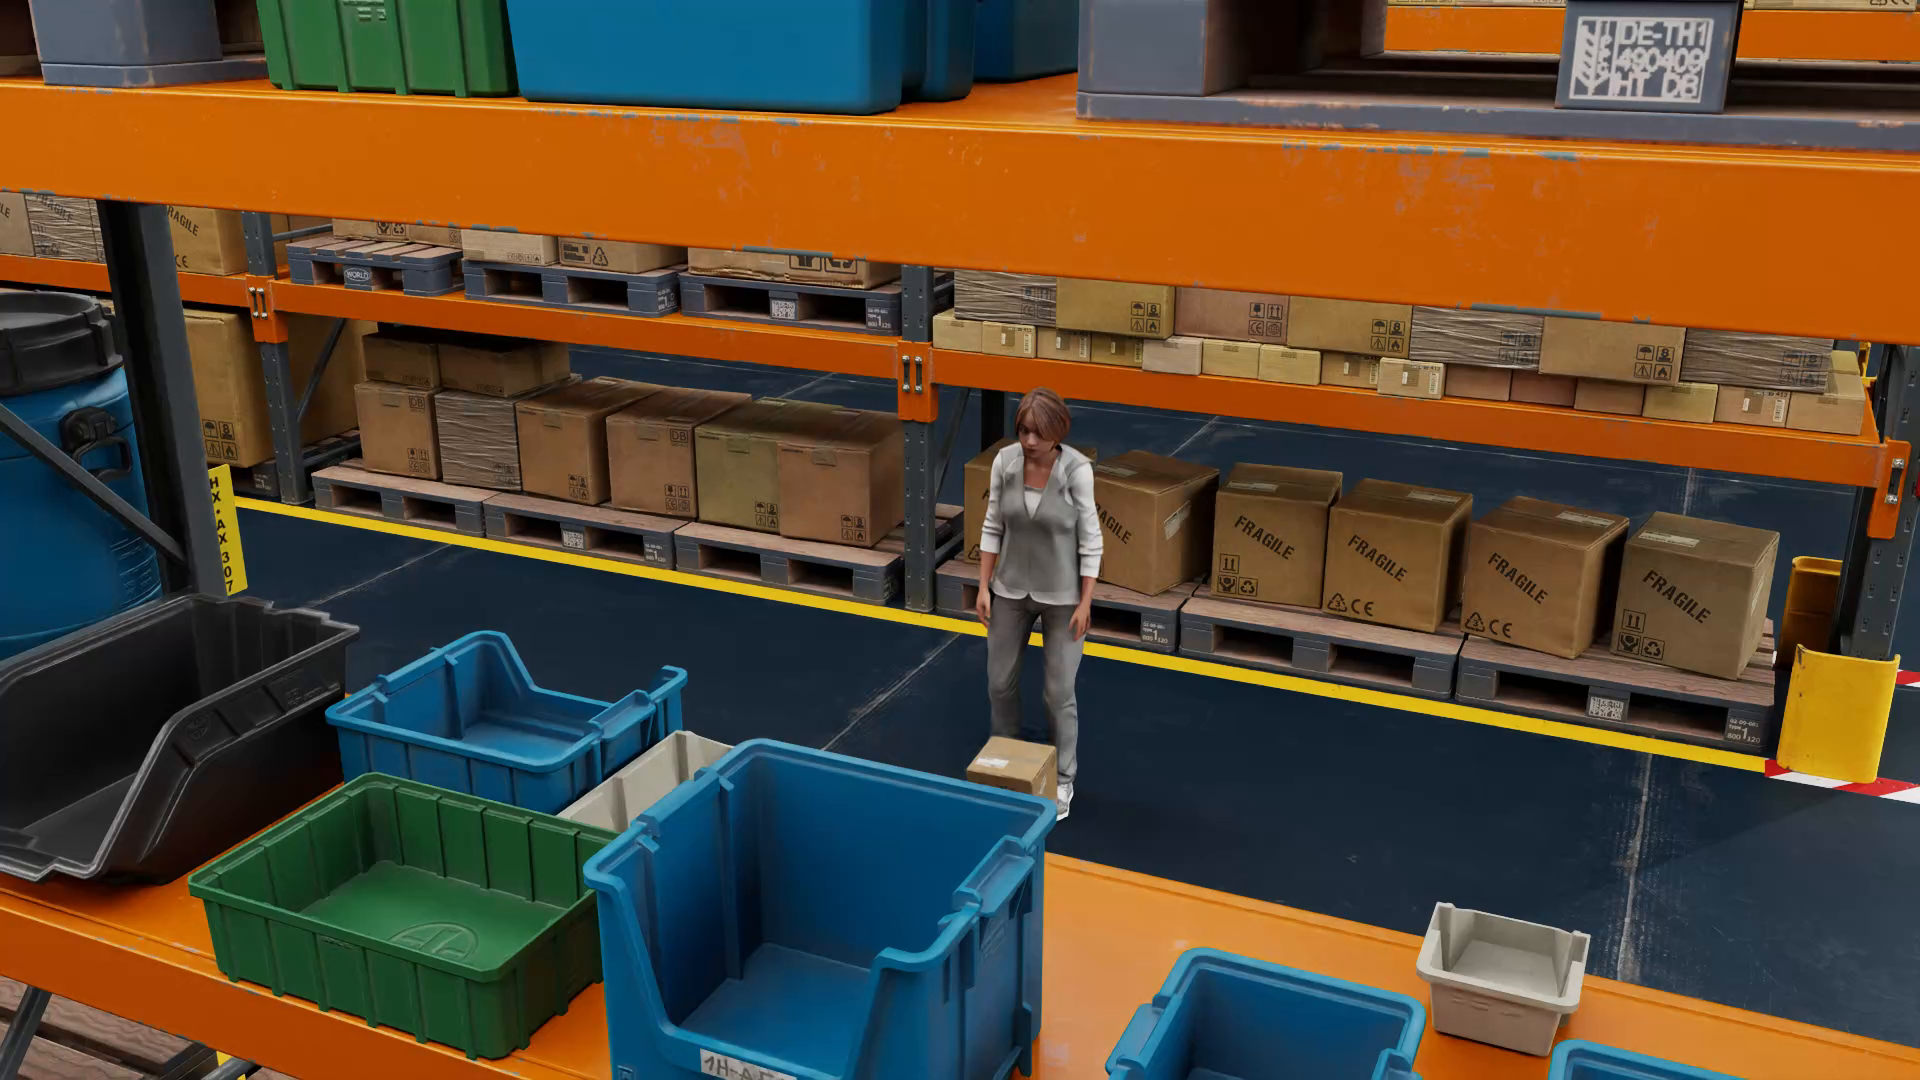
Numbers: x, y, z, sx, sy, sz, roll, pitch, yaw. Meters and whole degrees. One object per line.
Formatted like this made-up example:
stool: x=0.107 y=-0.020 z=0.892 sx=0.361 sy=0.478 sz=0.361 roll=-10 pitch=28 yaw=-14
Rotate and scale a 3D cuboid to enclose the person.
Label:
person: x=-8.377 y=-3.216 z=9.093 sx=19.590 sy=6.000 sz=24.574 roll=8 pitch=21 yaw=21
